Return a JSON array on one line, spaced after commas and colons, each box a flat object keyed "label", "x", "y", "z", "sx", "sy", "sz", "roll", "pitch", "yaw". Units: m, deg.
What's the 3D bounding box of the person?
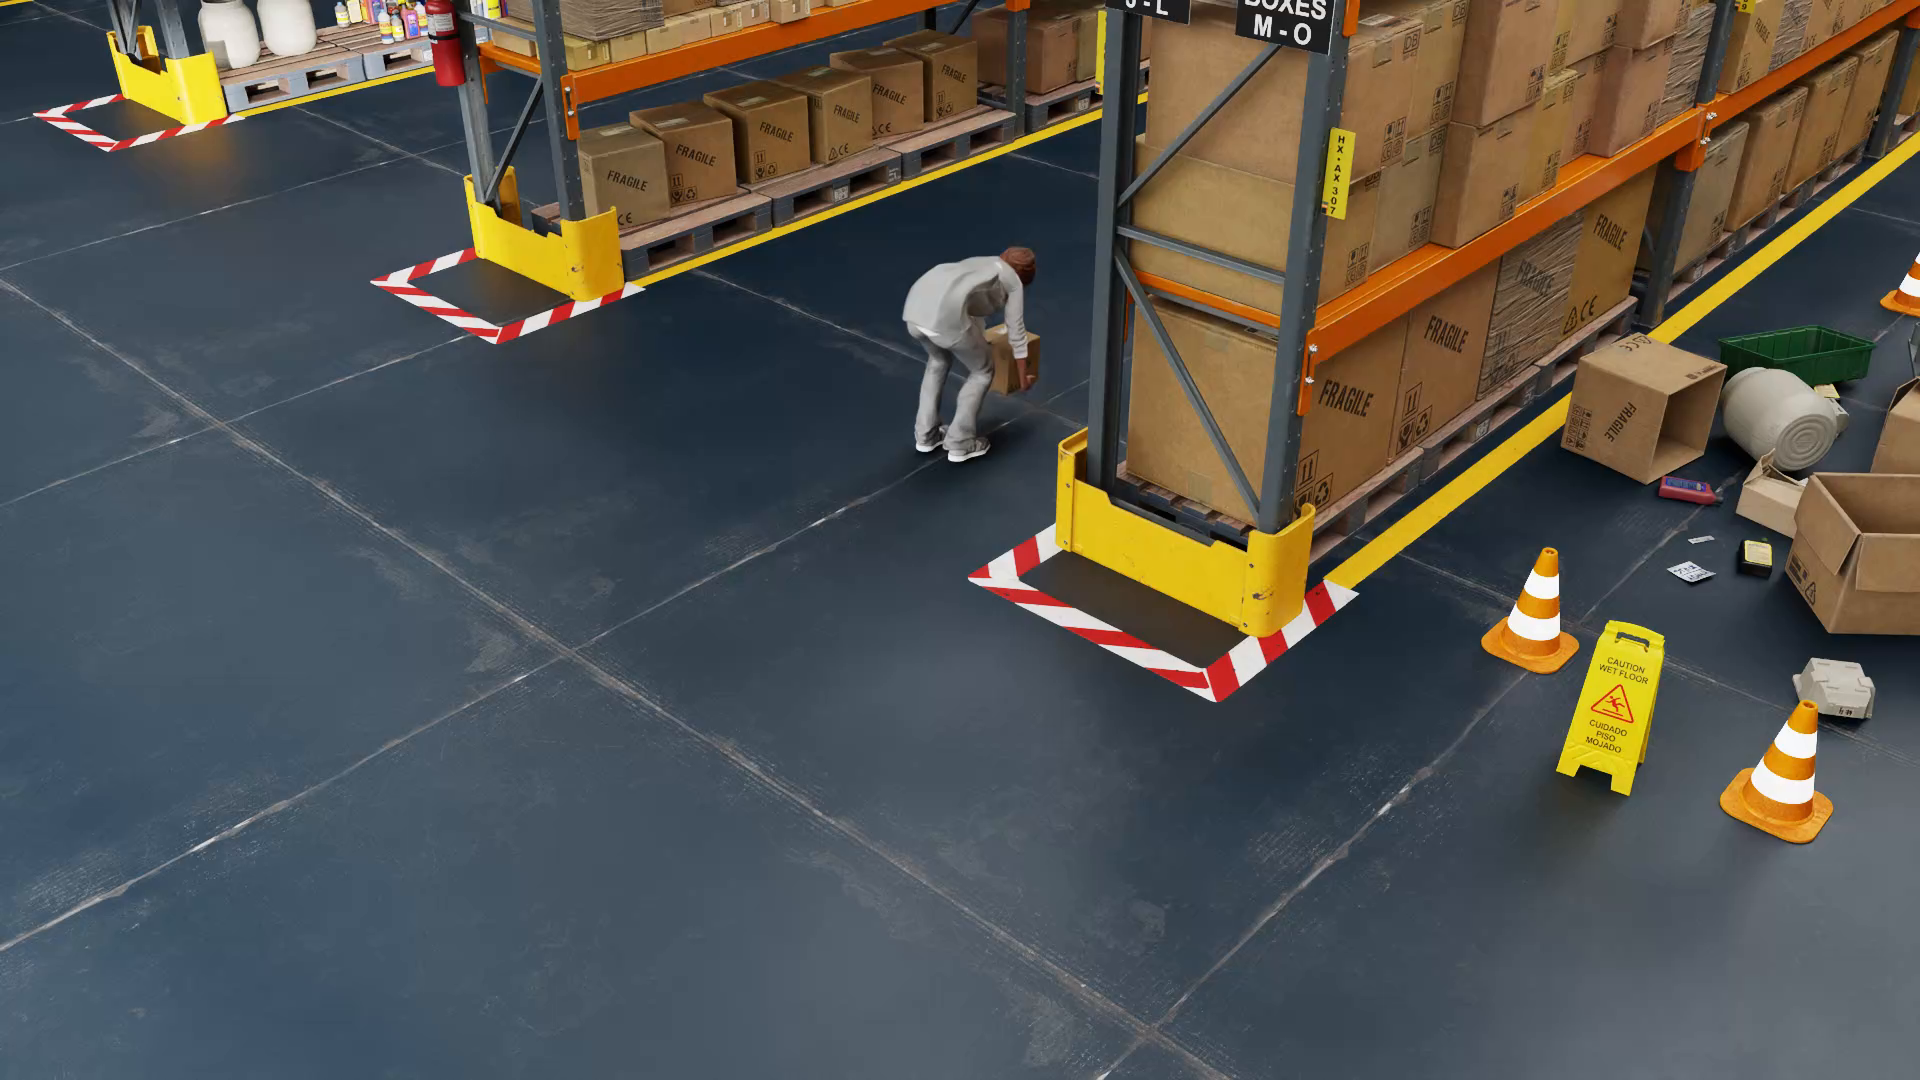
[{"label": "person", "x": 0.075, "y": -0.942, "z": 8.243, "sx": 0.395, "sy": 0.990, "sz": 0.871, "roll": 24, "pitch": 39, "yaw": 33}]
